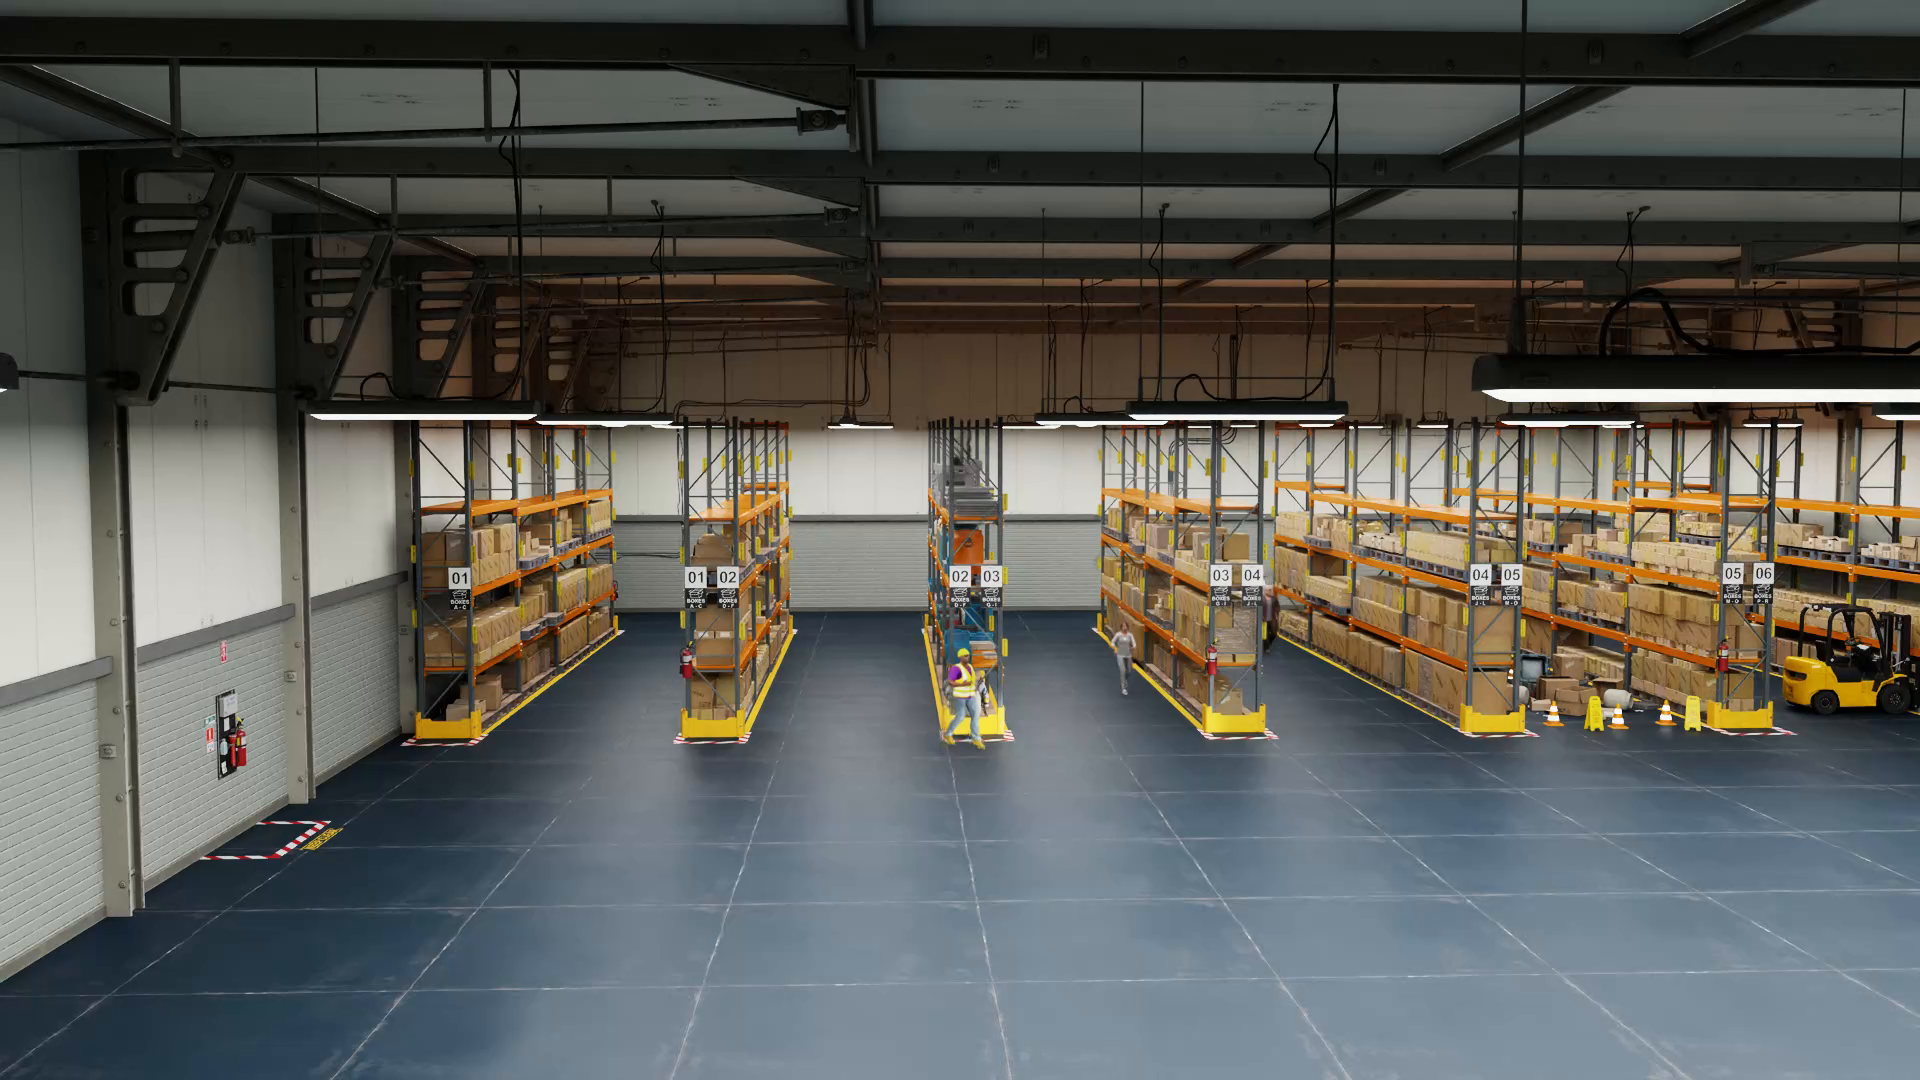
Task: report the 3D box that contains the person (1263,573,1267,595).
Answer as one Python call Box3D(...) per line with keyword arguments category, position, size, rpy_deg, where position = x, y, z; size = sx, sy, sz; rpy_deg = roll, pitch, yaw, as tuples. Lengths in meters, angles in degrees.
Box3D(category="person", position=(8.703, 1.716, 48.881), size=(0.739, 1.616, 0.647), rpy_deg=(0, 4, -4))

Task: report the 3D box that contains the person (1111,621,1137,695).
Box3D(category="person", position=(3.584, 2.561, 36.364), size=(0.548, 1.568, 0.805), rpy_deg=(0, 4, -4))

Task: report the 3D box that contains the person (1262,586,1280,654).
Box3D(category="person", position=(7.937, 2.059, 42.863), size=(0.705, 1.727, 0.660), rpy_deg=(0, 4, -2))

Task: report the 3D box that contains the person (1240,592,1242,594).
Box3D(category="person", position=(7.893, 1.950, 45.224), size=(0.578, 1.664, 0.657), rpy_deg=(-1, 4, -9))

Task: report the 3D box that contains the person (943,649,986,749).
Box3D(category="person", position=(0.076, 2.858, 30.058), size=(0.858, 1.792, 0.701), rpy_deg=(4, 5, 43))
